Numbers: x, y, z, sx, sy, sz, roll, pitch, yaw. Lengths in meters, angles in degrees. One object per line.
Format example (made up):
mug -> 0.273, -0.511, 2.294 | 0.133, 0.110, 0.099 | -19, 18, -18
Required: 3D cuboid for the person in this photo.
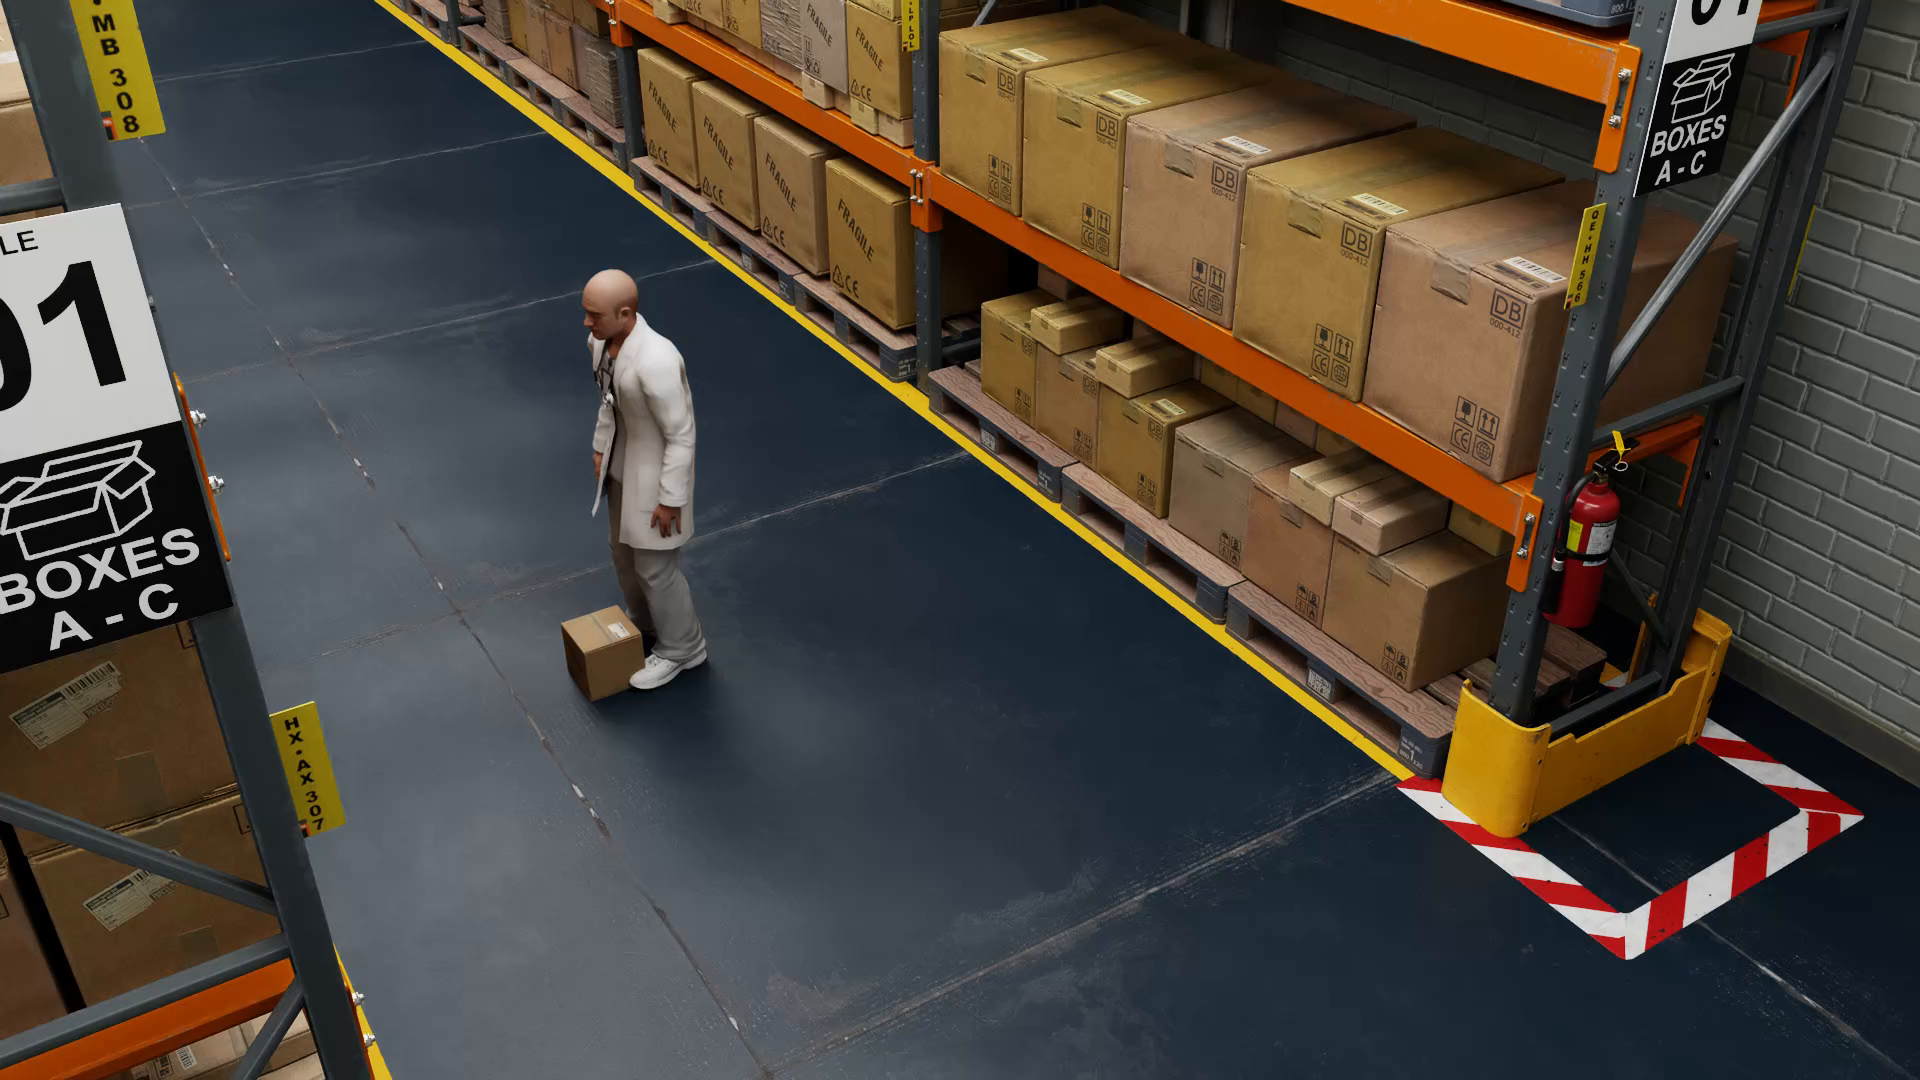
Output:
person -> -1.255, -0.250, 6.550 | 0.429, 1.772, 0.649 | -21, 38, -30
